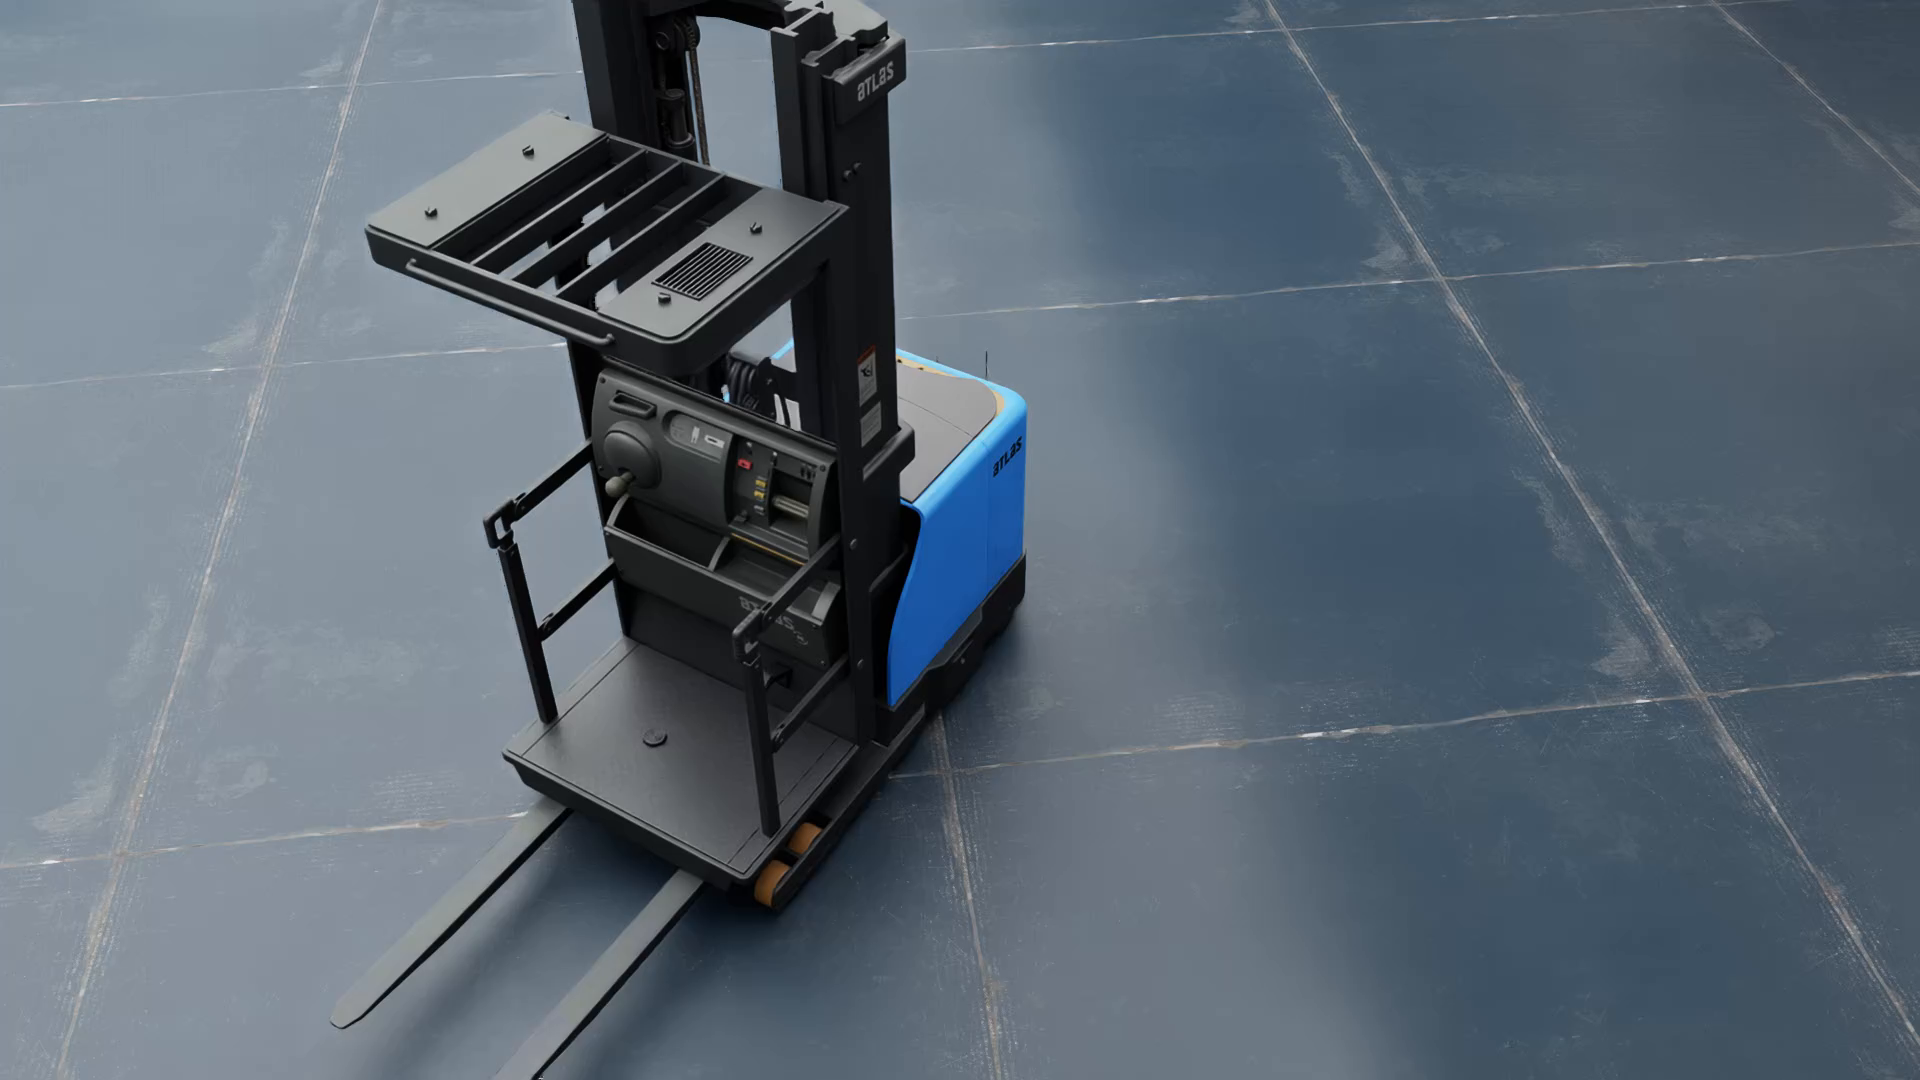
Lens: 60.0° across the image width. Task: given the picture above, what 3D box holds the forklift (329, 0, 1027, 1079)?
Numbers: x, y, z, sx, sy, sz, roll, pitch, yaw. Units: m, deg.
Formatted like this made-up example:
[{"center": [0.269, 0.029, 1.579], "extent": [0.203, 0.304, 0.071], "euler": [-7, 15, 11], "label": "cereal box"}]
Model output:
[{"center": [-0.923, -0.160, 5.240], "extent": [1.130, 2.935, 3.031], "euler": [22, 46, 23], "label": "forklift"}]

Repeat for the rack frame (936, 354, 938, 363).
[{"center": [-0.079, -0.341, 6.956], "extent": [0.006, 0.900, 0.240], "euler": [-5, 42, -6], "label": "rack frame"}]

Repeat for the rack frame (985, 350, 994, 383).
[{"center": [0.122, -0.360, 6.977], "extent": [0.006, 0.900, 0.240], "euler": [-5, 42, -6], "label": "rack frame"}]

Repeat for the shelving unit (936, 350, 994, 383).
[{"center": [0.022, -0.351, 6.967], "extent": [0.210, 0.900, 0.258], "euler": [-5, 42, -6], "label": "shelving unit"}]
